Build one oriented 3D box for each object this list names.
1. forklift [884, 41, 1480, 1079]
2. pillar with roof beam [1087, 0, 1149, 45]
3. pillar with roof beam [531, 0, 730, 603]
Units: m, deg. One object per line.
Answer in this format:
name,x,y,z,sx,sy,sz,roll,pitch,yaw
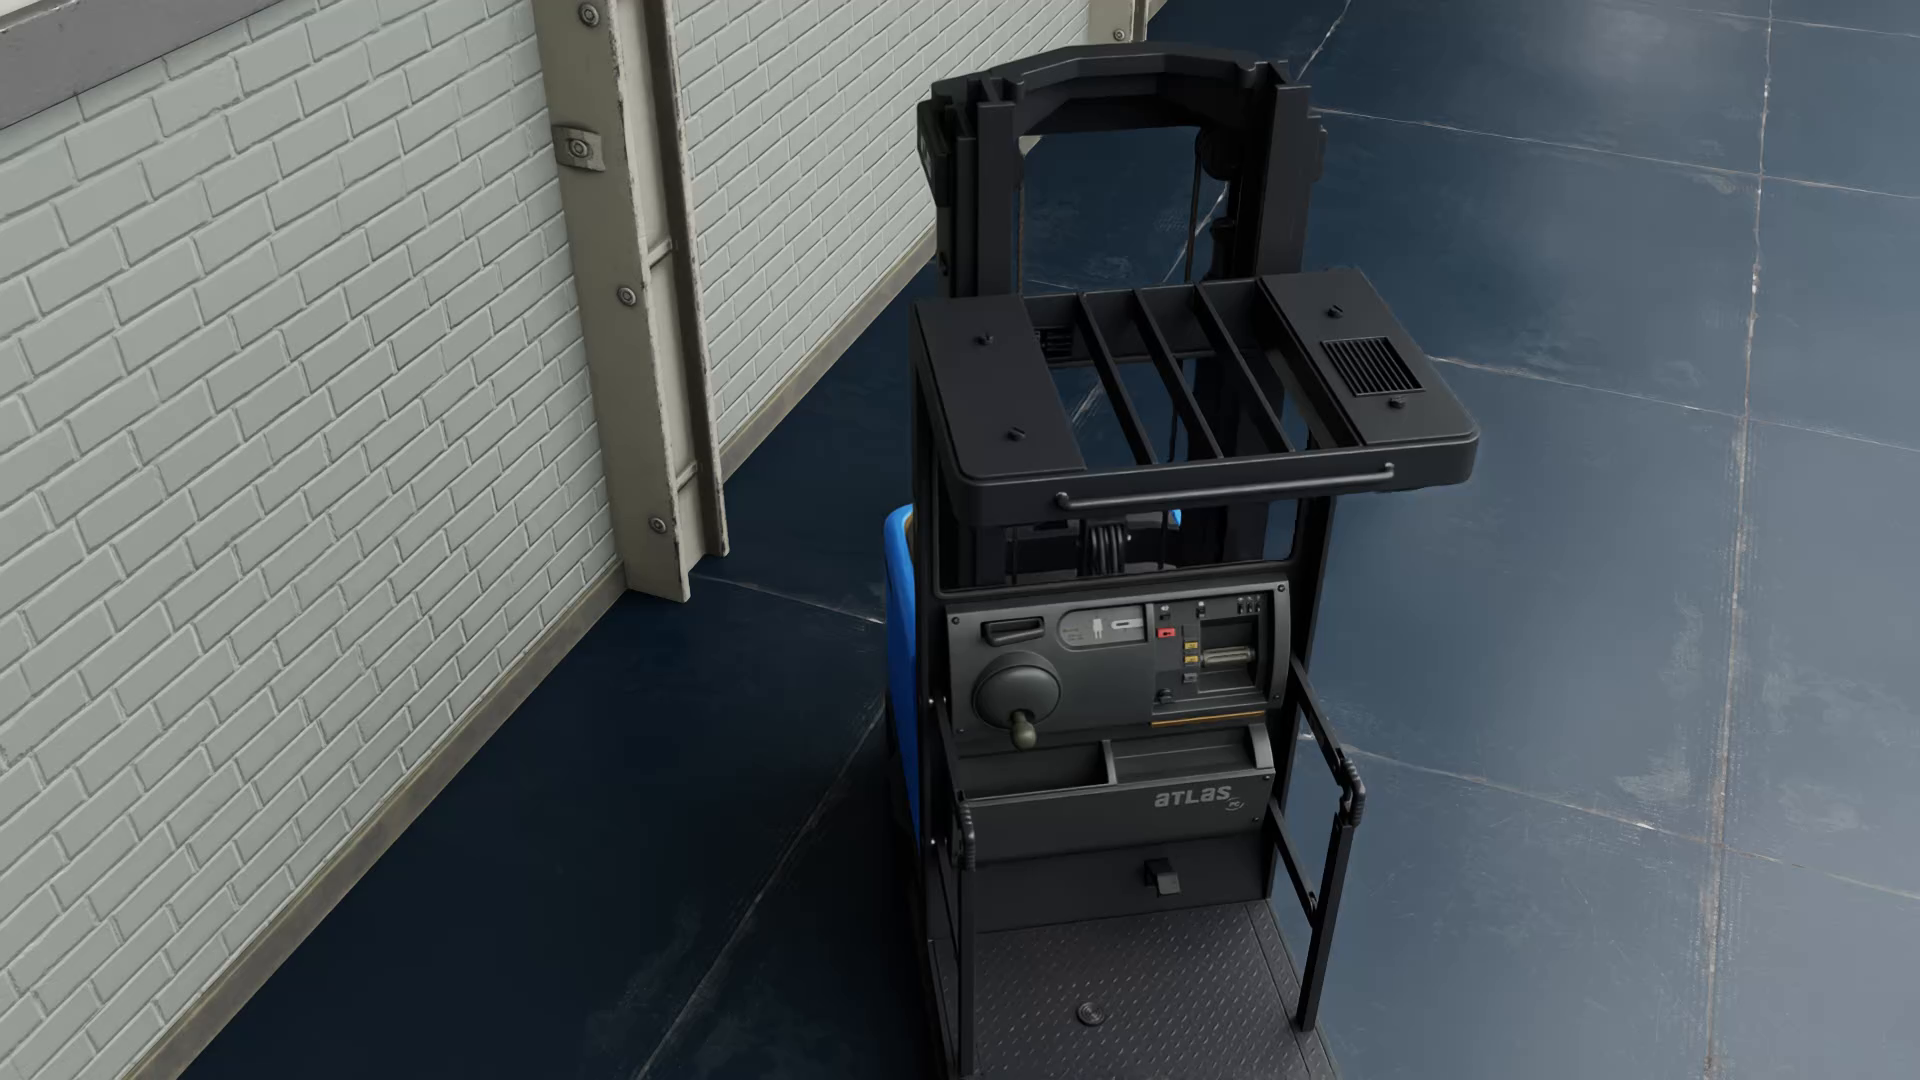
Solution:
forklift,0.463,0.394,4.274,1.130,2.935,3.031,-5,37,-7
pillar with roof beam,5.053,-5.828,7.531,9.100,9.000,0.400,14,39,18
pillar with roof beam,2.770,-2.506,3.087,9.100,9.000,0.400,14,39,18
